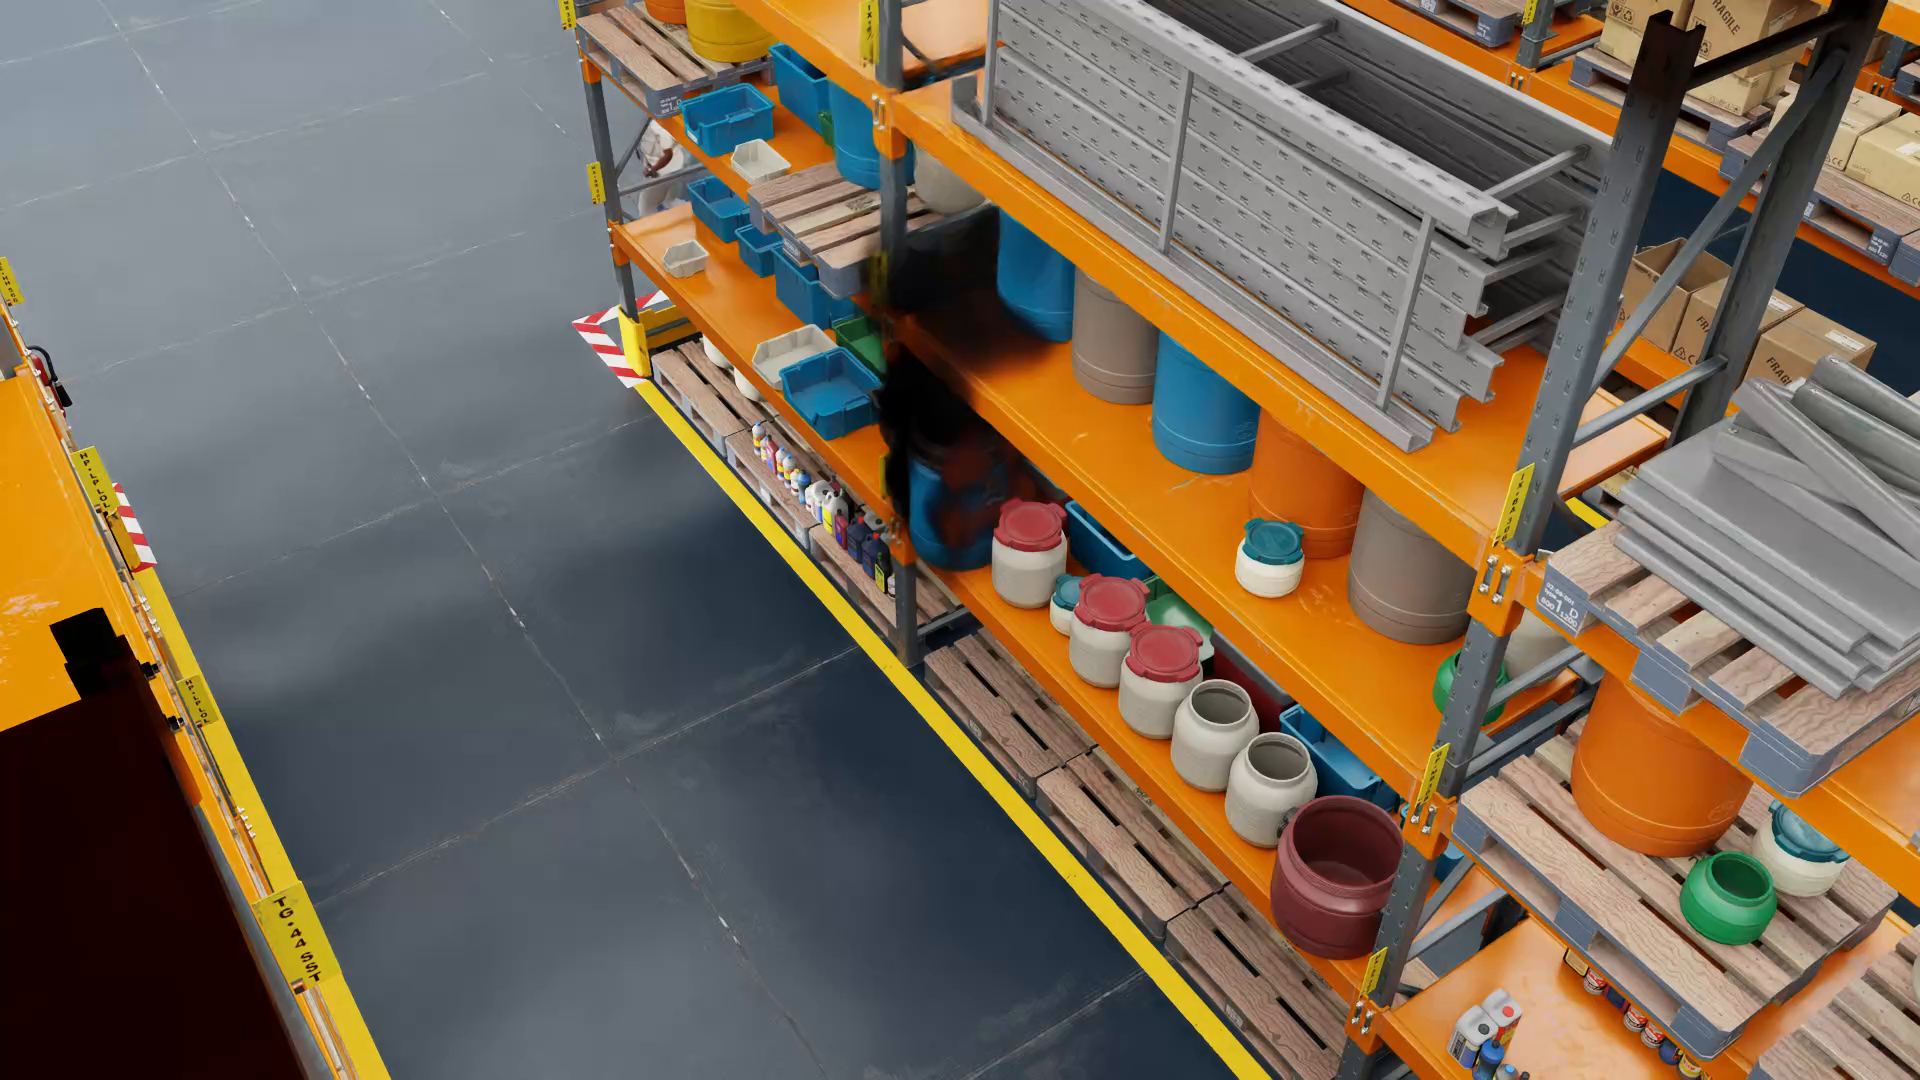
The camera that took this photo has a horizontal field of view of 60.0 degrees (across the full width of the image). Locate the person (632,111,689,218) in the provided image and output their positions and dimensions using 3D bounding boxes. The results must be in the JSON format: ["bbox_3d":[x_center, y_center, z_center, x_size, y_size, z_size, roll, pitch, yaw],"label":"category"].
[{"bbox_3d":[-2.443,-3.099,13.888,0.779,1.711,0.586,9,43,10],"label":"person"}]
